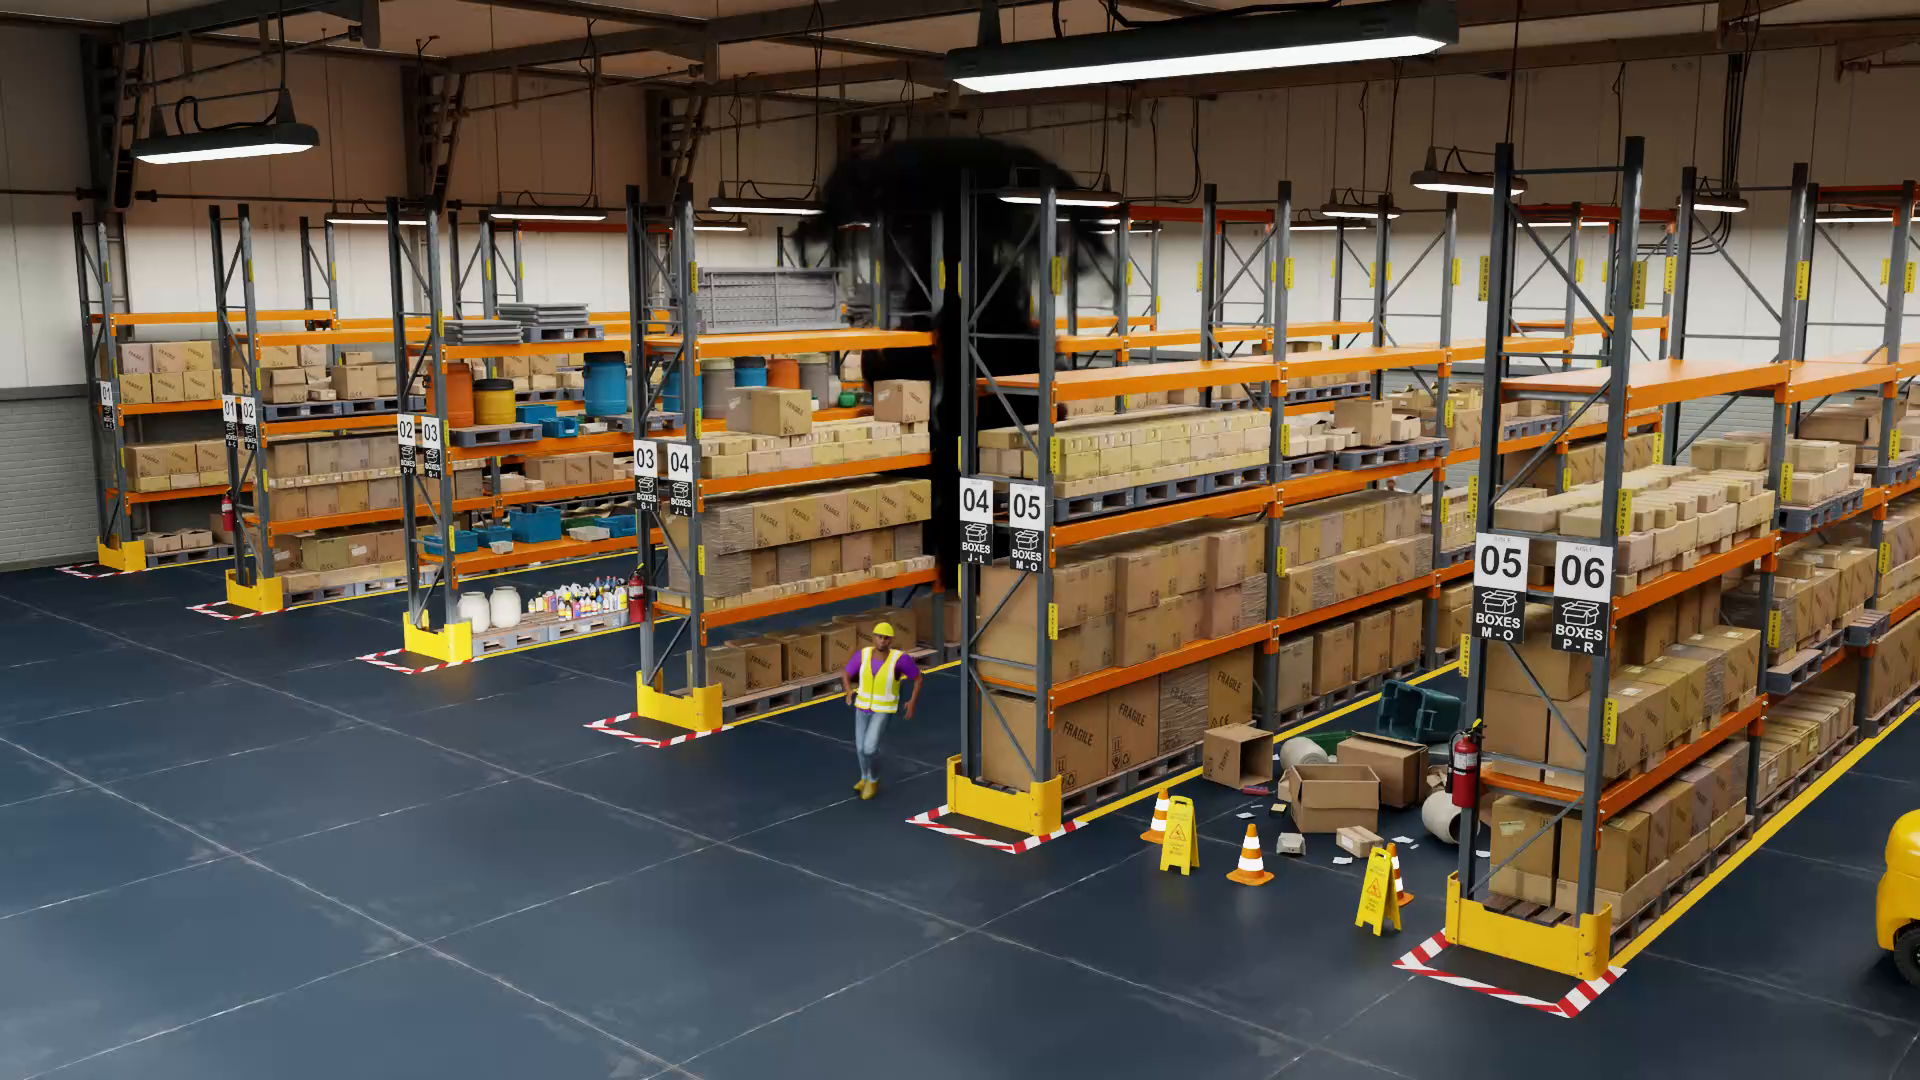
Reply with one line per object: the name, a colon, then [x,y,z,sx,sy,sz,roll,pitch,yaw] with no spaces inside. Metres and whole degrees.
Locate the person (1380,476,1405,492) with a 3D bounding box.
person: [7.204,-0.260,27.940,0.574,1.703,0.694,6,11,30]

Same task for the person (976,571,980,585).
person: [0.205,0.138,25.235,0.656,1.722,0.606,8,12,40]

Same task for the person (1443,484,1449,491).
person: [7.573,-0.014,26.113,0.687,1.833,0.879,8,12,39]

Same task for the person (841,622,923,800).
person: [-0.798,1.657,16.121,0.776,1.754,0.605,3,10,19]
